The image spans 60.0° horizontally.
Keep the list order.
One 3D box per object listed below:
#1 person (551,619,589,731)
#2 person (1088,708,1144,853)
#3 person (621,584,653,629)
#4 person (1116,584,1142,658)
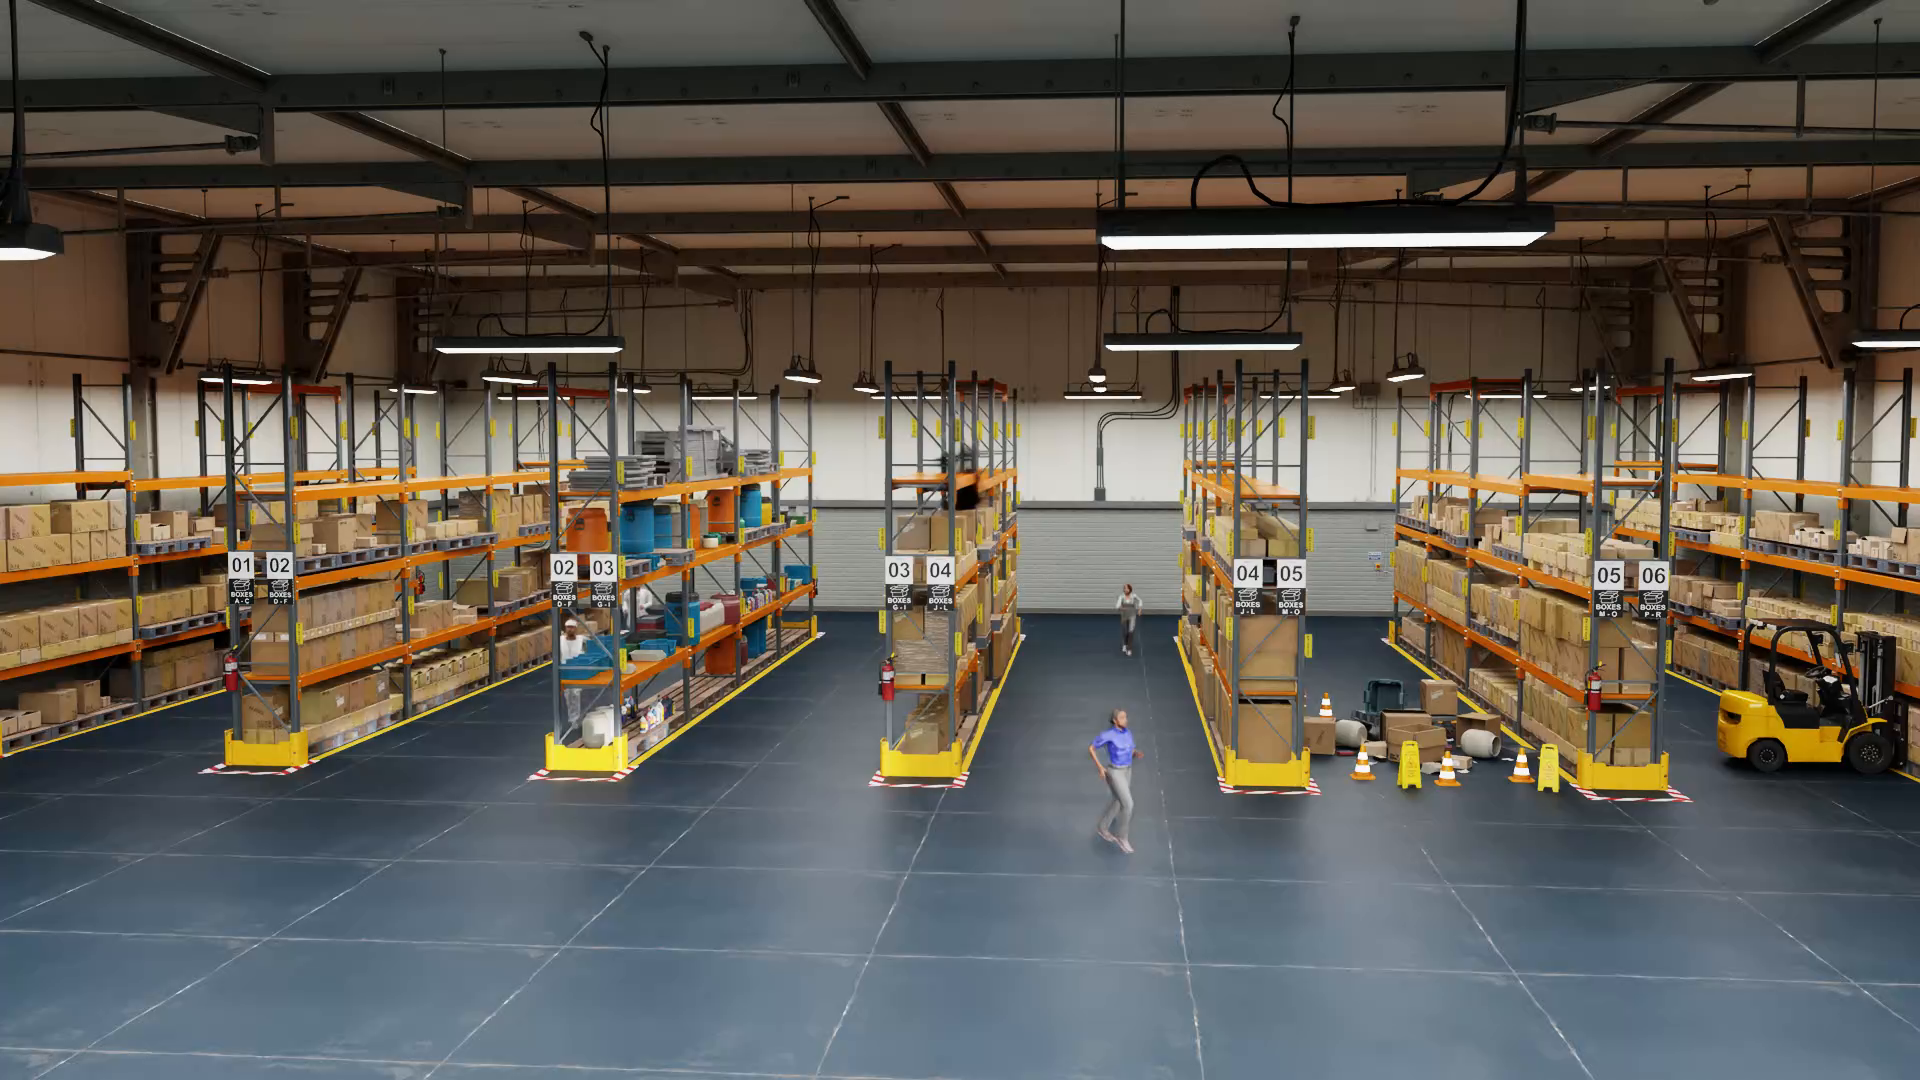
[{"bbox_3d":[-6.556,2.254,28.071,0.657,1.835,0.763,0,4,1],"label":"person"},{"bbox_3d":[1.898,2.870,19.928,0.741,1.717,0.544,3,5,41],"label":"person"},{"bbox_3d":[-7.142,1.705,36.788,0.692,1.737,0.655,-1,4,-11],"label":"person"},{"bbox_3d":[3.755,1.776,36.951,0.547,1.632,0.846,1,4,13],"label":"person"}]
